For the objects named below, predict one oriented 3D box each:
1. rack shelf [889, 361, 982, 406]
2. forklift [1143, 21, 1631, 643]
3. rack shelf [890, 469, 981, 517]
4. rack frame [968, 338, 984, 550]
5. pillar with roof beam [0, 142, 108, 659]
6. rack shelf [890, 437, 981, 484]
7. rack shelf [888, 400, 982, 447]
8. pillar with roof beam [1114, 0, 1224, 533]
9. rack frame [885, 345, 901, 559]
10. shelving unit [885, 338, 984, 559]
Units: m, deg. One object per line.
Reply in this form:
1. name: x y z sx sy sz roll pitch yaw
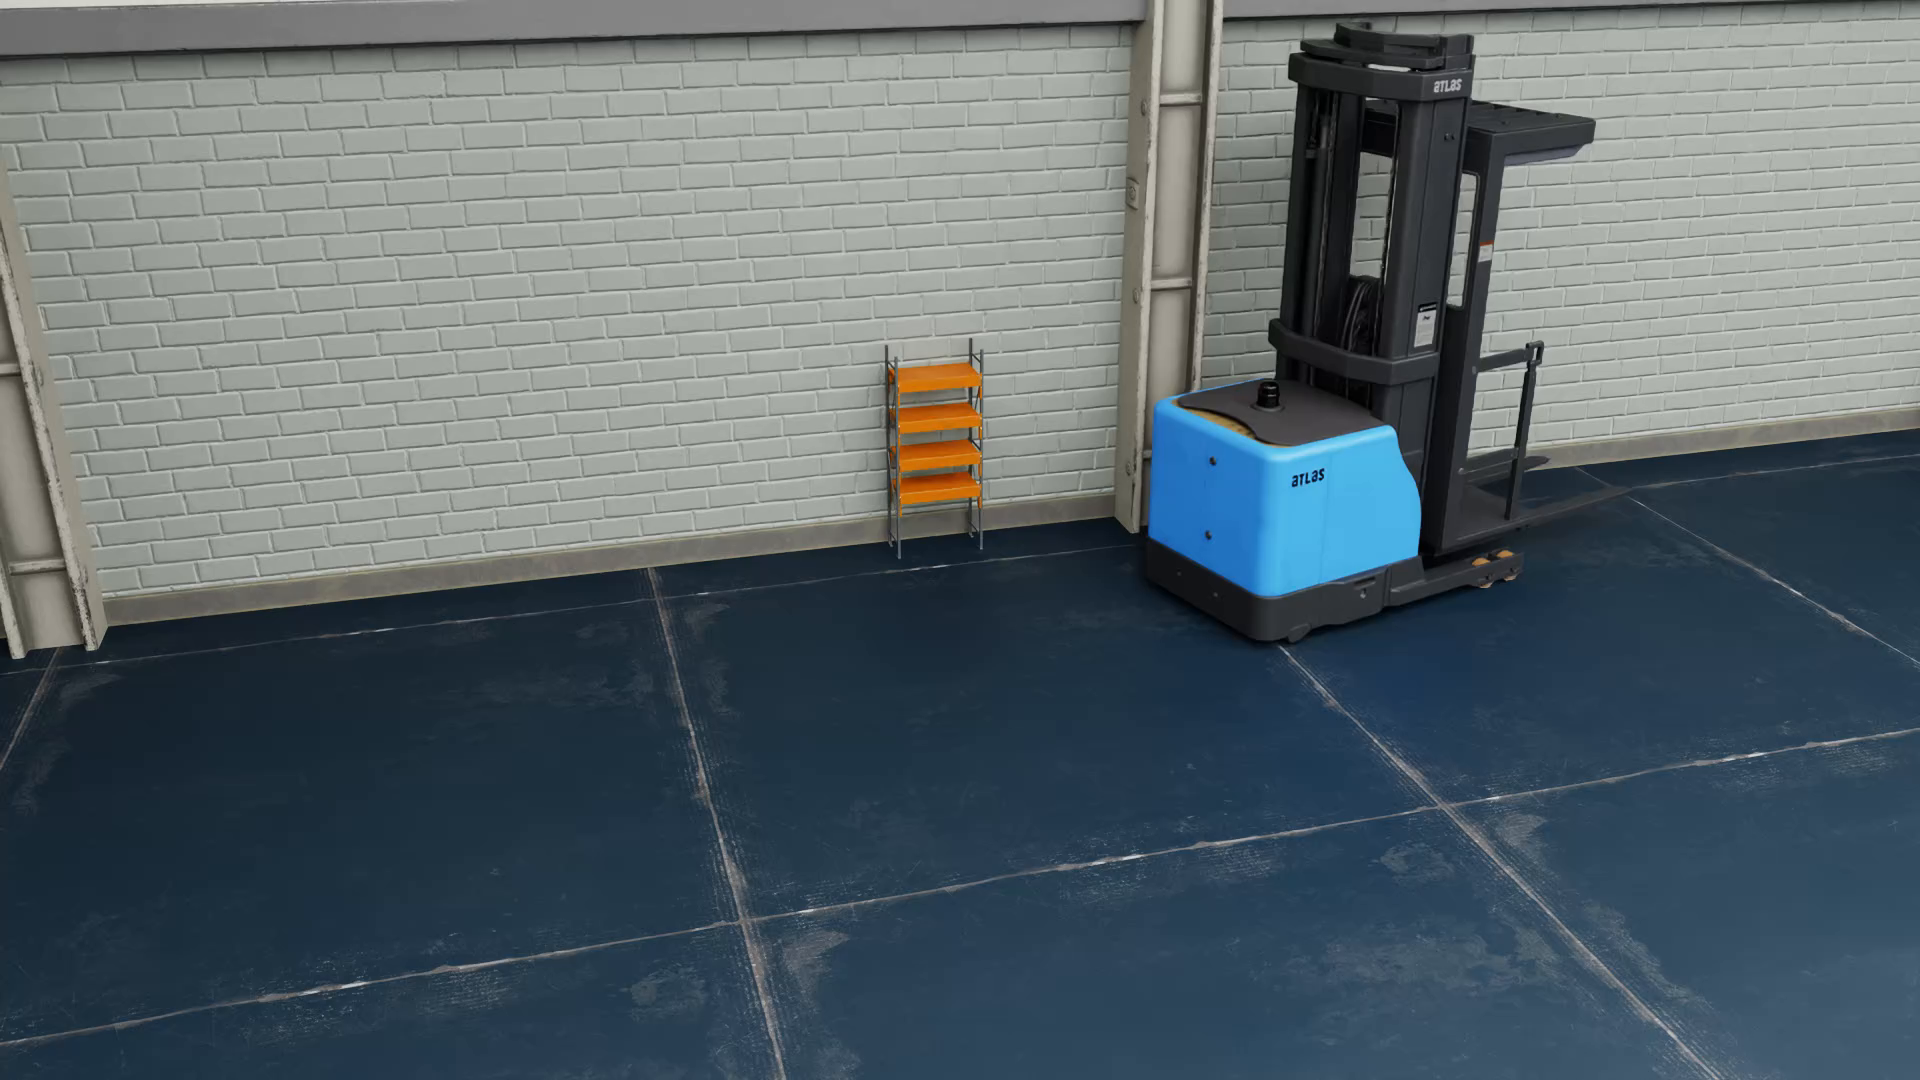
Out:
1. rack shelf: -0.144 -0.875 9.270 0.480 0.148 0.258 -7 24 -15
2. forklift: 2.530 -1.243 8.929 3.031 2.935 1.130 -14 27 -29
3. rack shelf: -0.144 -0.270 9.531 0.480 0.148 0.258 -7 24 -15
4. rack frame: 0.091 -0.541 9.488 0.015 1.200 0.240 -7 24 -15
5. pillar with roof beam: -3.453 -1.982 2.956 0.400 9.000 9.100 -6 24 -14
6. rack shelf: -0.144 -0.452 9.453 0.480 0.148 0.258 -7 24 -15
7. rack shelf: -0.144 -0.658 9.364 0.480 0.148 0.258 -7 24 -15
8. pillar with roof beam: 2.324 -2.621 4.446 0.400 9.000 9.100 -6 24 -14
9. rack frame: -0.378 -0.487 9.363 0.015 1.200 0.240 -7 24 -15
10. shelving unit: -0.144 -0.514 9.426 0.503 1.200 0.258 -7 24 -15
